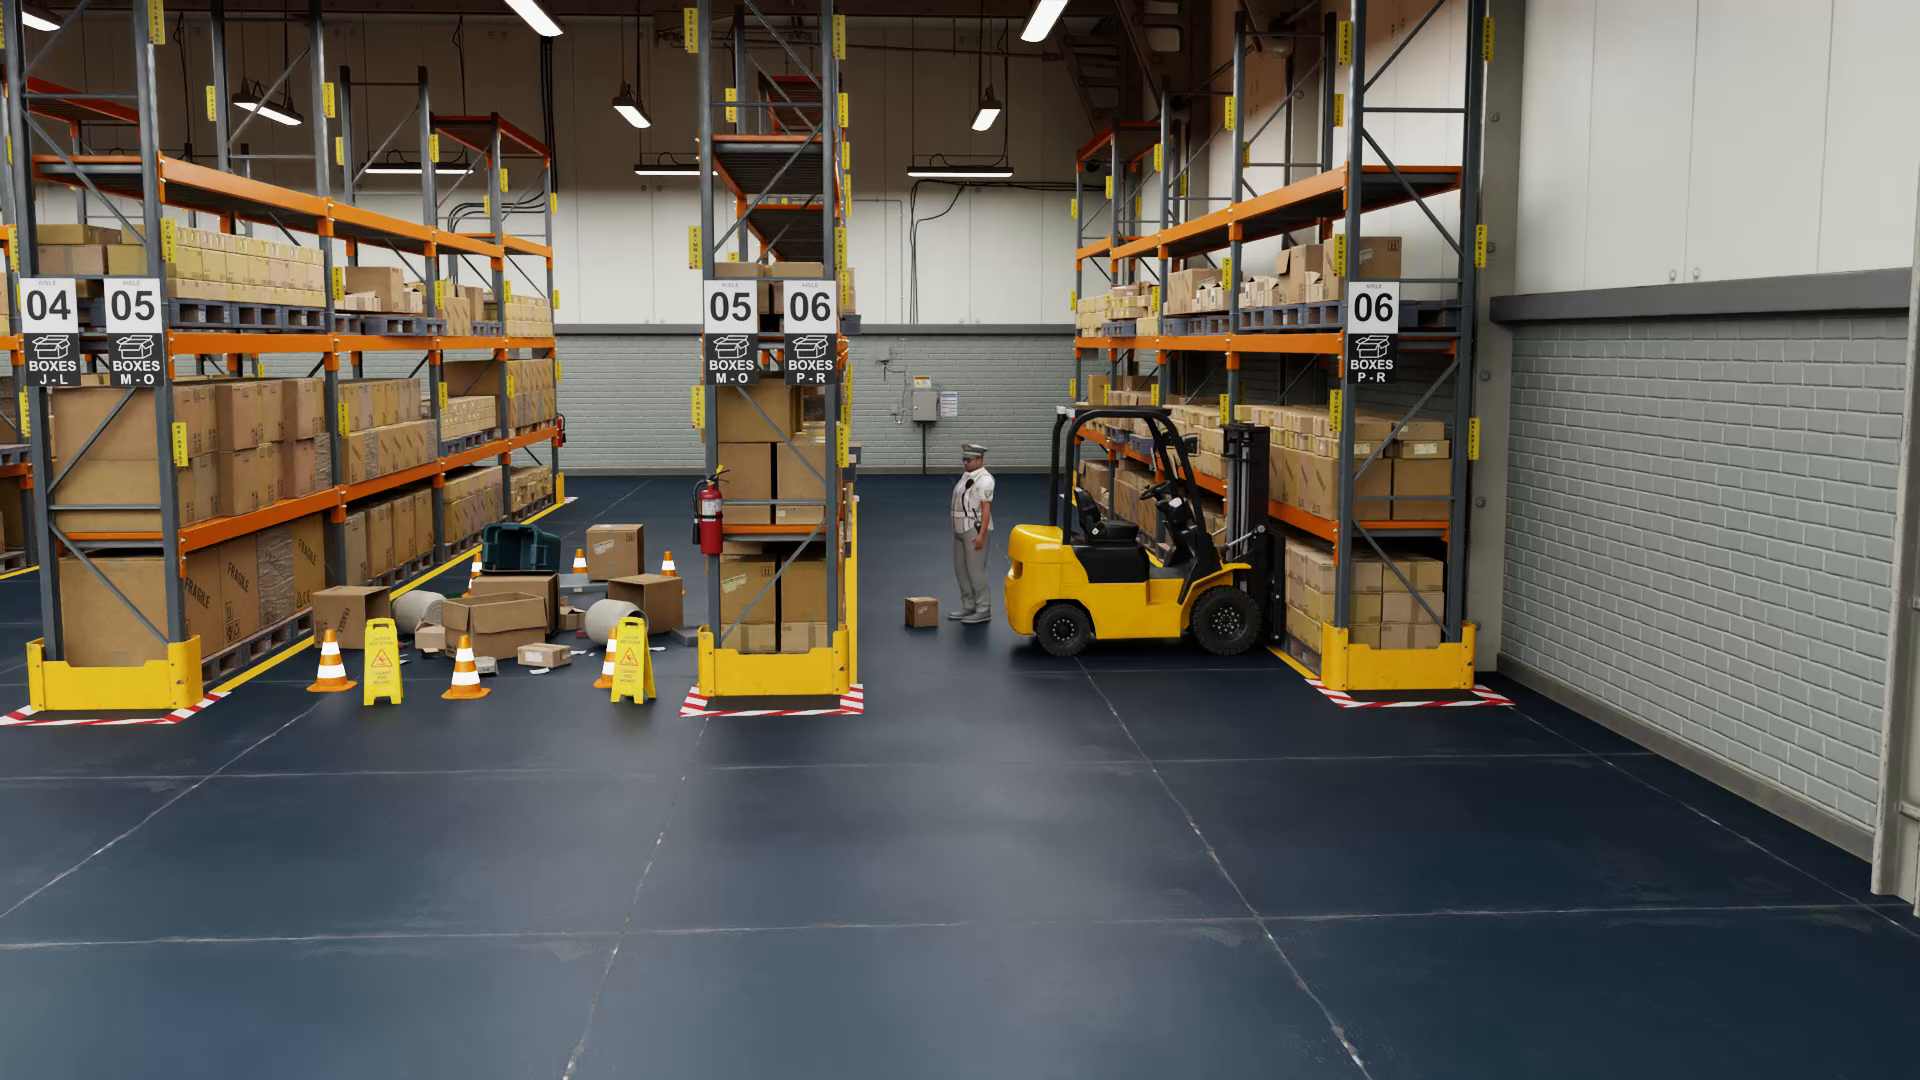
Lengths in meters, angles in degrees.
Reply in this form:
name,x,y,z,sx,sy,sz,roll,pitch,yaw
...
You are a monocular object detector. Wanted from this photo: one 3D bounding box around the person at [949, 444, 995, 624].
name,x,y,z,sx,sy,sz,roll,pitch,yaw
person,0.116,-0.071,16.335,0.393,1.748,0.528,-3,8,-27
